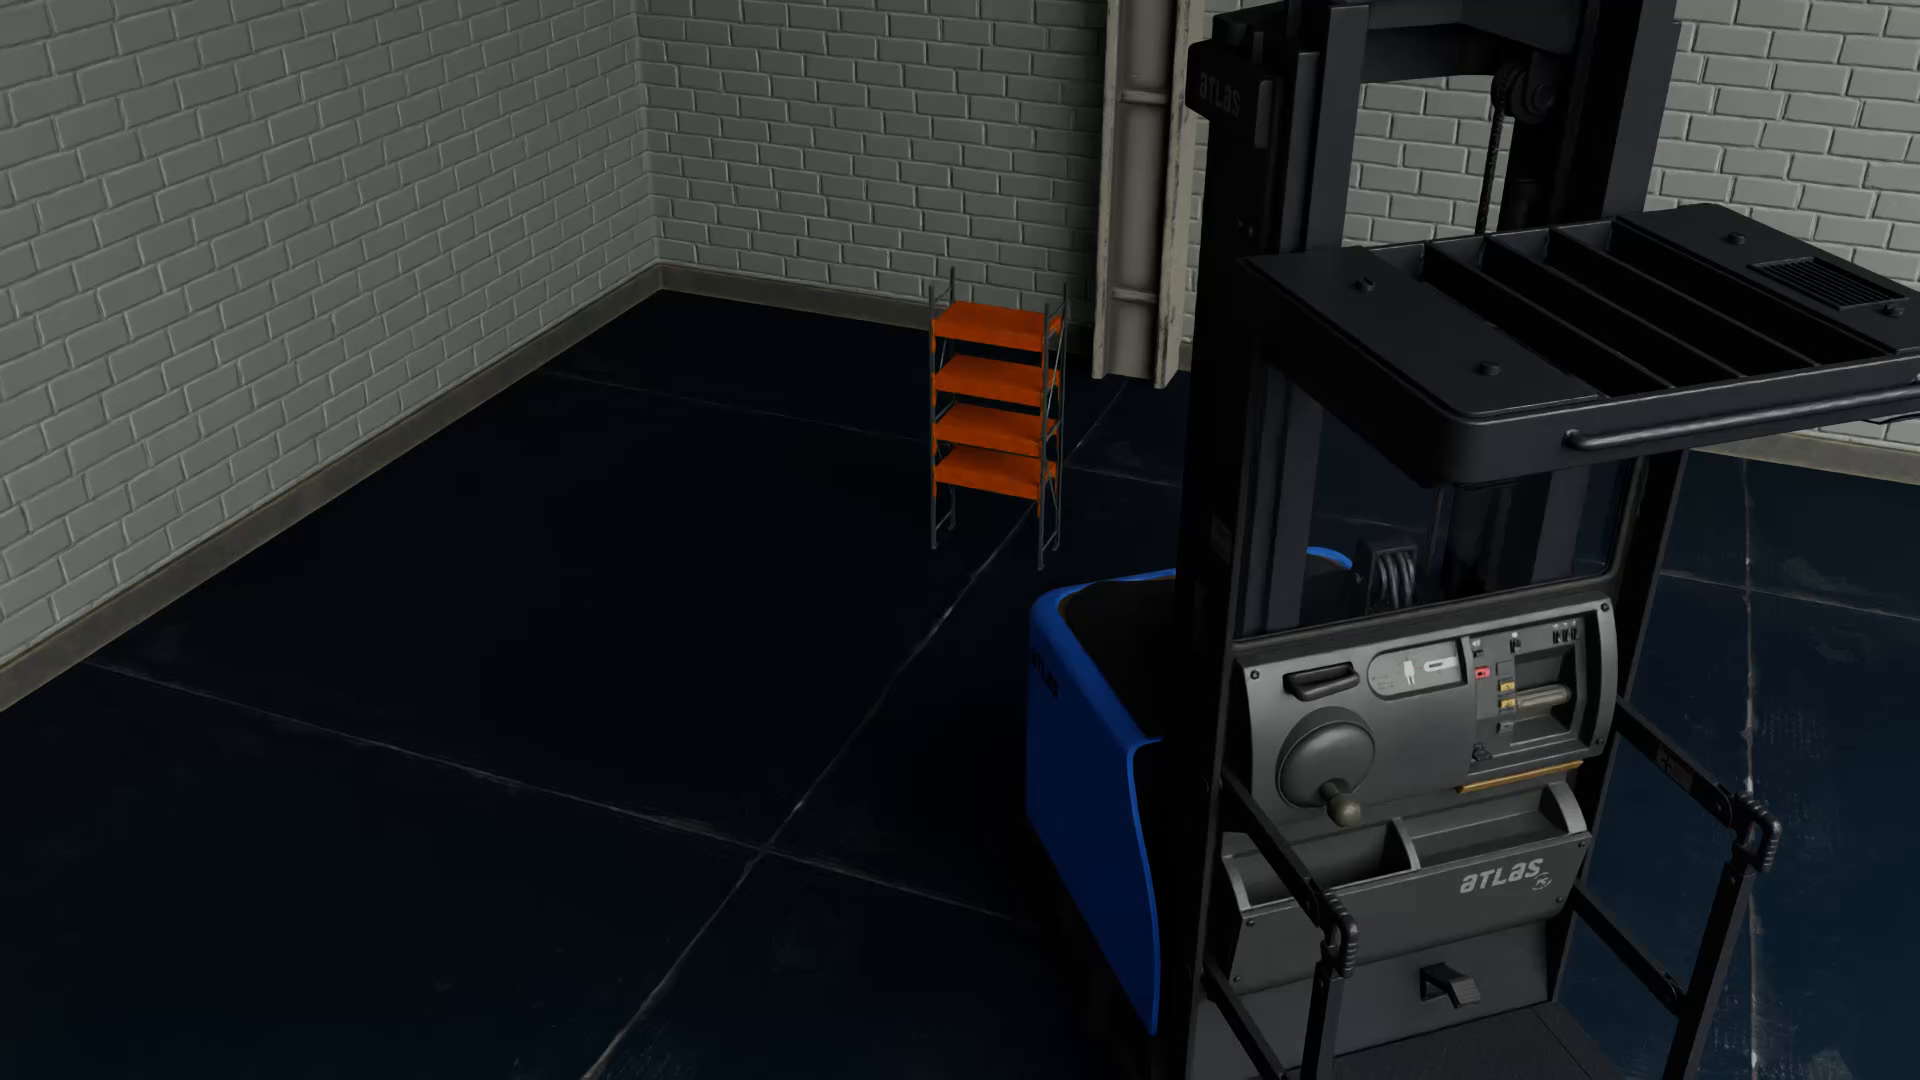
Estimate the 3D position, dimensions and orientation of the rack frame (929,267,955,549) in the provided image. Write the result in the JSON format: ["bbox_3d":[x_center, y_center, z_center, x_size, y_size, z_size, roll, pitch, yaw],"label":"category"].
[{"bbox_3d":[-0.073,-0.537,6.980,0.015,1.200,0.240,11,31,19],"label":"rack frame"}]

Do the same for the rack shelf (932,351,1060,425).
[{"bbox_3d":[0.153,-0.628,6.824,0.480,0.148,0.258,11,31,19],"label":"rack shelf"}]

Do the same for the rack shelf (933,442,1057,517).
[{"bbox_3d":[0.153,-0.260,7.031,0.480,0.148,0.258,11,31,19],"label":"rack shelf"}]

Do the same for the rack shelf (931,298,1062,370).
[{"bbox_3d":[0.153,-0.834,6.707,0.480,0.148,0.258,11,31,19],"label":"rack shelf"}]

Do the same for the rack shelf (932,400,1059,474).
[{"bbox_3d":[0.153,-0.433,6.934,0.480,0.148,0.258,11,31,19],"label":"rack shelf"}]

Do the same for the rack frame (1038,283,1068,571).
[{"bbox_3d":[0.379,-0.447,6.821,0.015,1.200,0.240,11,31,19],"label":"rack frame"}]

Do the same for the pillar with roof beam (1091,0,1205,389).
[{"bbox_3d":[-0.688,-2.845,3.139,0.400,9.000,9.100,11,31,19],"label":"pillar with roof beam"}]

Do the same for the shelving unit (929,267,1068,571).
[{"bbox_3d":[0.153,-0.492,6.901,0.503,1.200,0.258,11,31,19],"label":"shelving unit"}]

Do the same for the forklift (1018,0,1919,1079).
[{"bbox_3d":[1.123,0.423,3.523,1.130,2.935,3.031,-9,31,-16],"label":"forklift"}]
